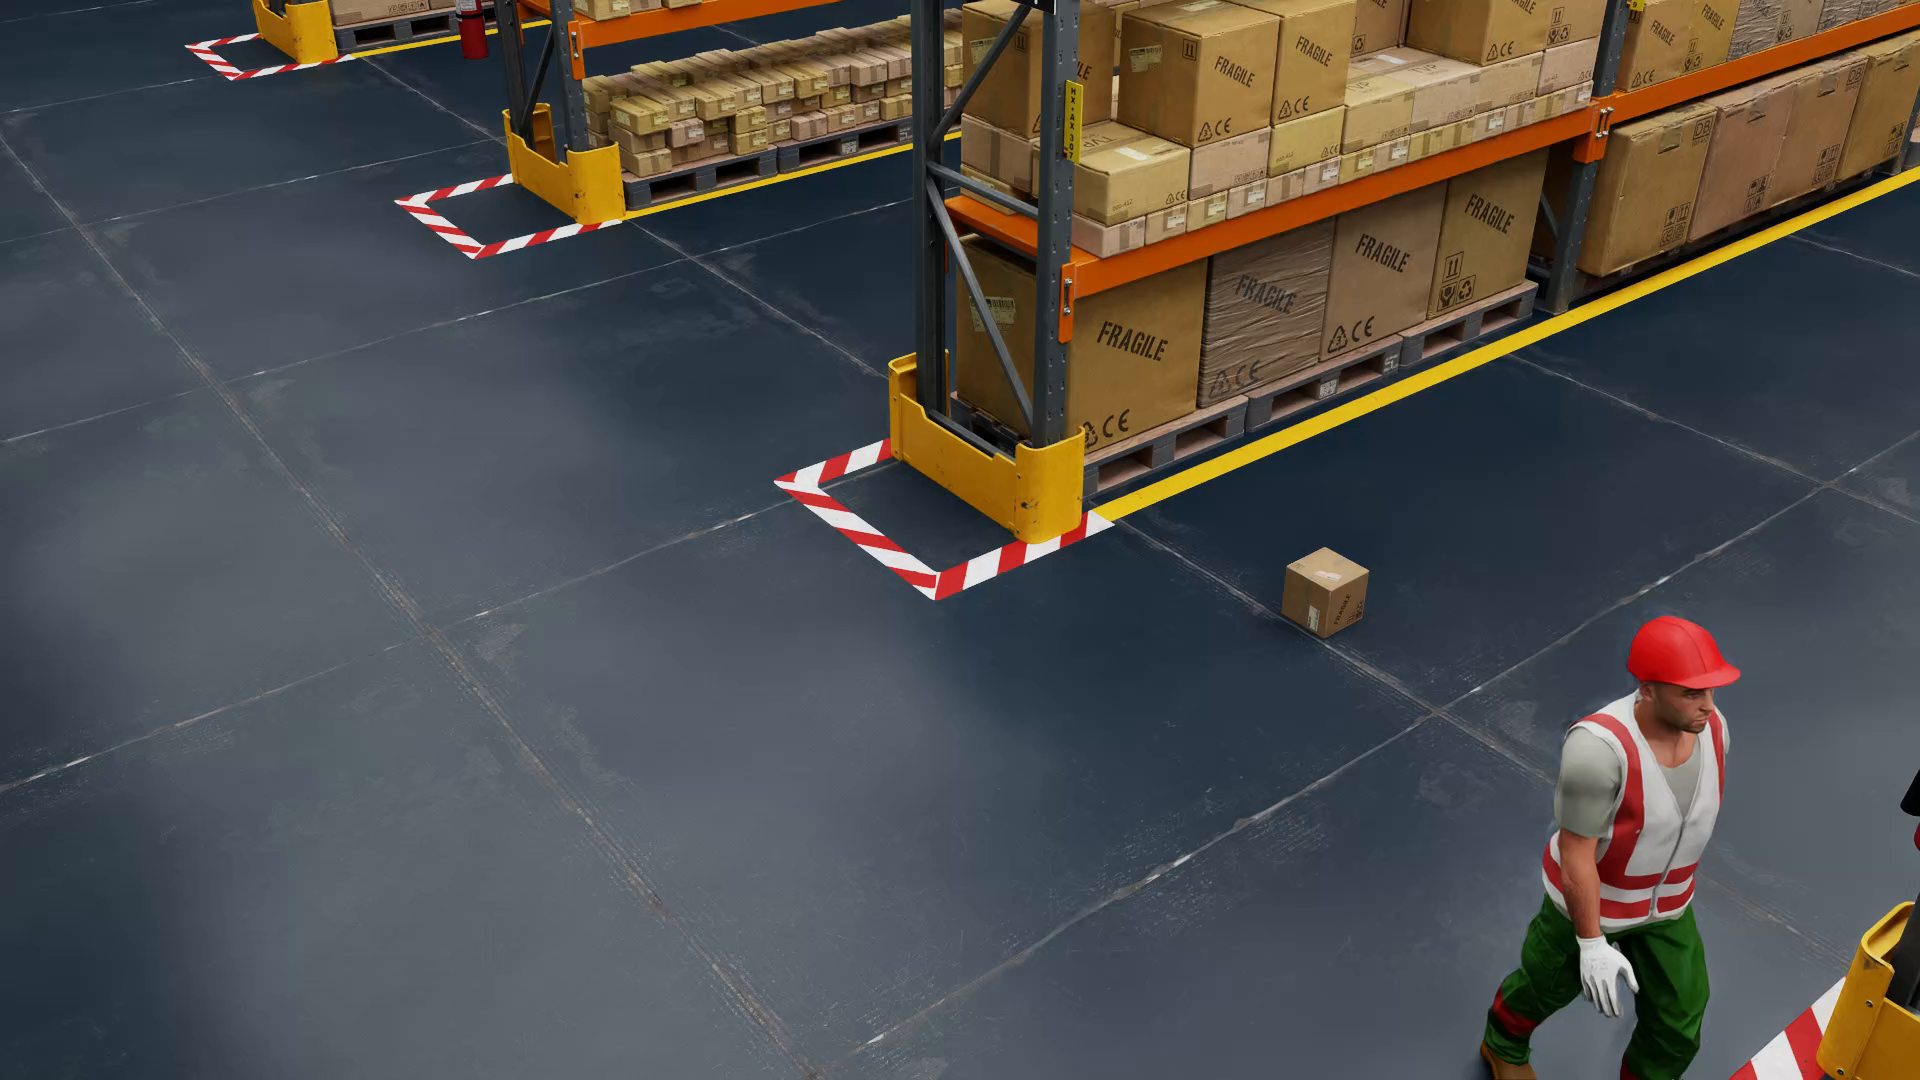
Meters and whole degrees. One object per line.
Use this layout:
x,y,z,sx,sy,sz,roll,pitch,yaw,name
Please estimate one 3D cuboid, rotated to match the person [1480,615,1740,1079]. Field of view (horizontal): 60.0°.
1.810,1.023,4.483,0.542,1.827,0.717,-9,33,-14,person
